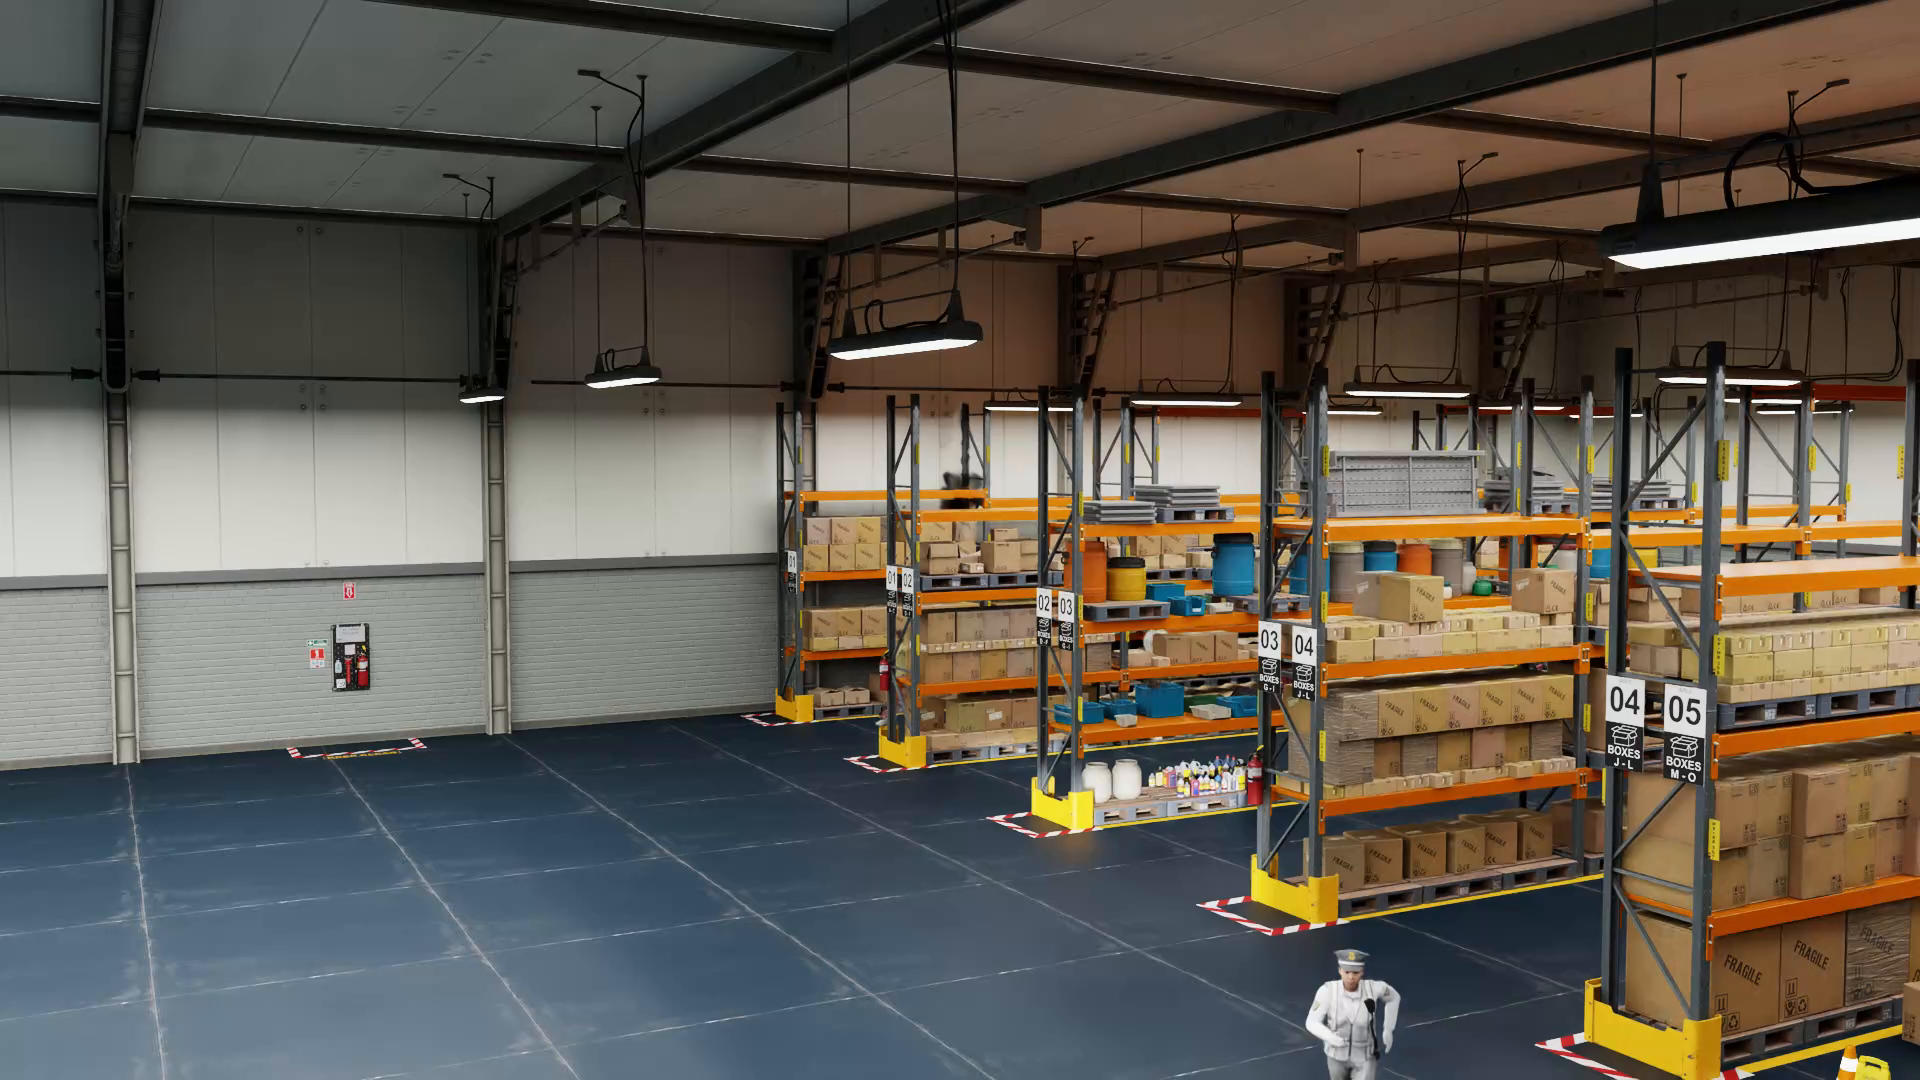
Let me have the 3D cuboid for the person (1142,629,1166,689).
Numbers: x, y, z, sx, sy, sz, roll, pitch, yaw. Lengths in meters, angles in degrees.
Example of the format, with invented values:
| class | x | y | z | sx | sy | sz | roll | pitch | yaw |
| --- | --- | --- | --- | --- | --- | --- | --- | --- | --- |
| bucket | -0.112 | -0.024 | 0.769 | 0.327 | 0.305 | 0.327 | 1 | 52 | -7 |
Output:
| class | x | y | z | sx | sy | sz | roll | pitch | yaw |
| --- | --- | --- | --- | --- | --- | --- | --- | --- | --- |
| person | 3.756 | 2.274 | 32.025 | 0.528 | 1.620 | 0.614 | -2 | 4 | -34 |

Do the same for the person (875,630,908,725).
| class | x | y | z | sx | sy | sz | roll | pitch | yaw |
| --- | --- | --- | --- | --- | --- | --- | --- | --- | --- |
| person | -1.108 | 2.407 | 29.286 | 0.816 | 1.667 | 0.603 | -3 | 4 | -39 |

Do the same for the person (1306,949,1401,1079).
| class | x | y | z | sx | sy | sz | roll | pitch | yaw |
| --- | --- | --- | --- | --- | --- | --- | --- | --- | --- |
| person | 2.771 | 3.686 | 11.731 | 0.629 | 1.735 | 0.854 | 1 | 3 | 17 |
